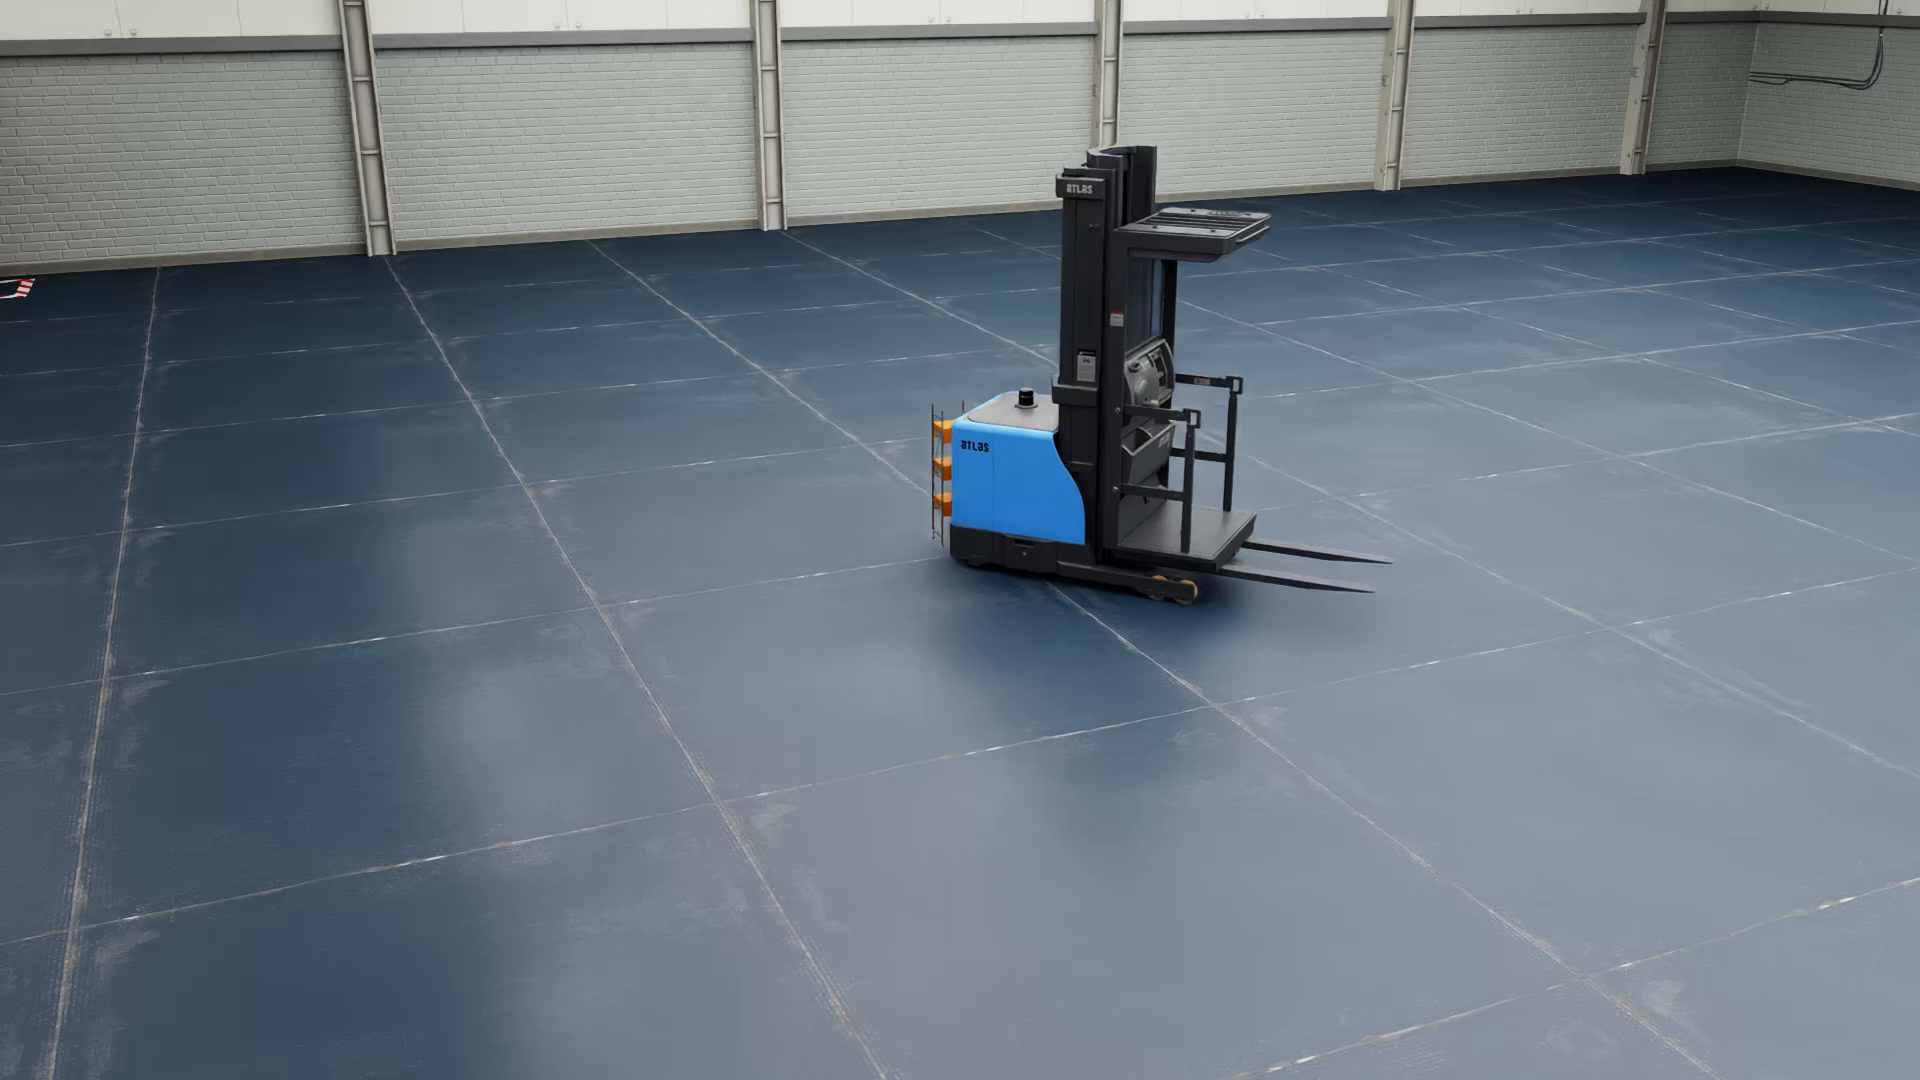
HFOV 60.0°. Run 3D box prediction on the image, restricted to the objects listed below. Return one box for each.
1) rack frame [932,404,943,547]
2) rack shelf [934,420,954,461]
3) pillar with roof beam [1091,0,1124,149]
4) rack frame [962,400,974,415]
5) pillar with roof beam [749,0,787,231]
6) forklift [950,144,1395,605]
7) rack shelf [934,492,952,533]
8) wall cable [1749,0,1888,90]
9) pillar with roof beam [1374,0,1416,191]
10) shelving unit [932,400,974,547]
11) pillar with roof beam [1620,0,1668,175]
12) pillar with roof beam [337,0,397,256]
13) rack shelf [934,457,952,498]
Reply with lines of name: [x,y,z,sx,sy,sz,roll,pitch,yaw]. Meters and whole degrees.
rack frame: [-0.167,-0.474,12.284,0.008,1.050,0.200,-8,21,-22]
rack shelf: [-0.054,-0.747,12.239,0.240,0.259,0.215,-8,21,-22]
pillar with roof beam: [4.203,-8.728,23.761,0.400,9.000,9.100,-8,21,-22]
rack frame: [0.057,-0.505,12.376,0.008,1.050,0.200,-8,21,-22]
pillar with roof beam: [-1.306,-7.939,21.519,0.400,9.000,9.100,-8,21,-22]
forklift: [1.485,-1.146,11.363,3.031,2.935,1.130,9,21,24]
rack shelf: [-0.056,-0.218,12.426,0.240,0.259,0.215,-8,21,-22]
wall cable: [16.745,-10.139,32.444,0.112,2.526,3.097,-8,21,-22]
pillar with roof beam: [9.712,-9.517,26.002,0.400,9.000,9.100,-8,21,-22]
shelving unit: [-0.055,-0.490,12.330,0.252,1.050,0.215,-8,21,-22]
pillar with roof beam: [15.221,-10.307,28.244,0.400,9.000,9.100,-8,21,-22]
pillar with roof beam: [-6.815,-7.149,19.277,0.400,9.000,9.100,-8,21,-22]
rack shelf: [-0.055,-0.480,12.333,0.240,0.259,0.215,-8,21,-22]
